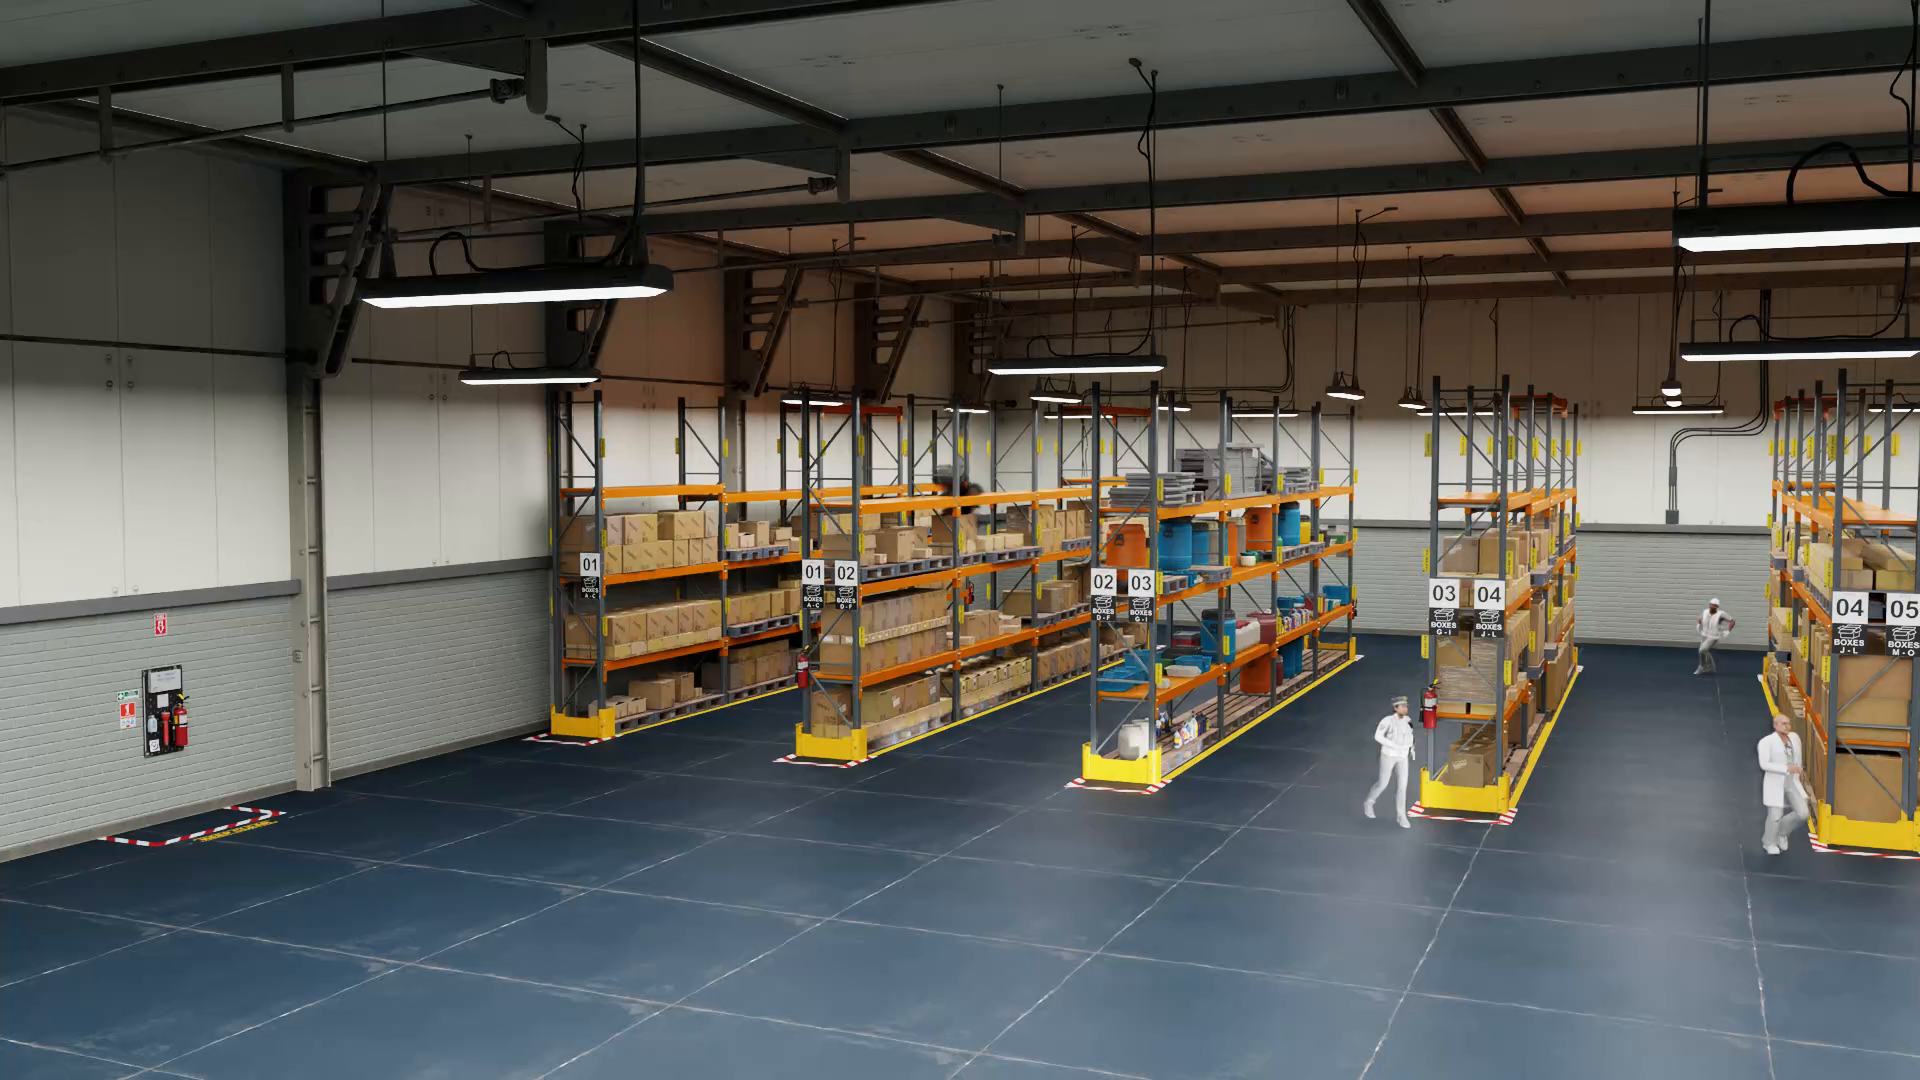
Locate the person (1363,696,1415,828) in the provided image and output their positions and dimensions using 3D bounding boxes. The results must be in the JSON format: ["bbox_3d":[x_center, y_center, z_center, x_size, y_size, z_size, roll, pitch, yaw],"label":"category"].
[{"bbox_3d":[5.840,2.916,22.203,0.651,1.689,0.851,-1,3,-16],"label":"person"}]

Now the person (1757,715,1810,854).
[{"bbox_3d":[10.079,2.999,20.311,0.695,1.740,0.733,0,3,-6],"label":"person"}]

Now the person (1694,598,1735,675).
[{"bbox_3d":[16.550,2.141,36.607,0.724,1.740,0.806,-1,3,-24],"label":"person"}]
